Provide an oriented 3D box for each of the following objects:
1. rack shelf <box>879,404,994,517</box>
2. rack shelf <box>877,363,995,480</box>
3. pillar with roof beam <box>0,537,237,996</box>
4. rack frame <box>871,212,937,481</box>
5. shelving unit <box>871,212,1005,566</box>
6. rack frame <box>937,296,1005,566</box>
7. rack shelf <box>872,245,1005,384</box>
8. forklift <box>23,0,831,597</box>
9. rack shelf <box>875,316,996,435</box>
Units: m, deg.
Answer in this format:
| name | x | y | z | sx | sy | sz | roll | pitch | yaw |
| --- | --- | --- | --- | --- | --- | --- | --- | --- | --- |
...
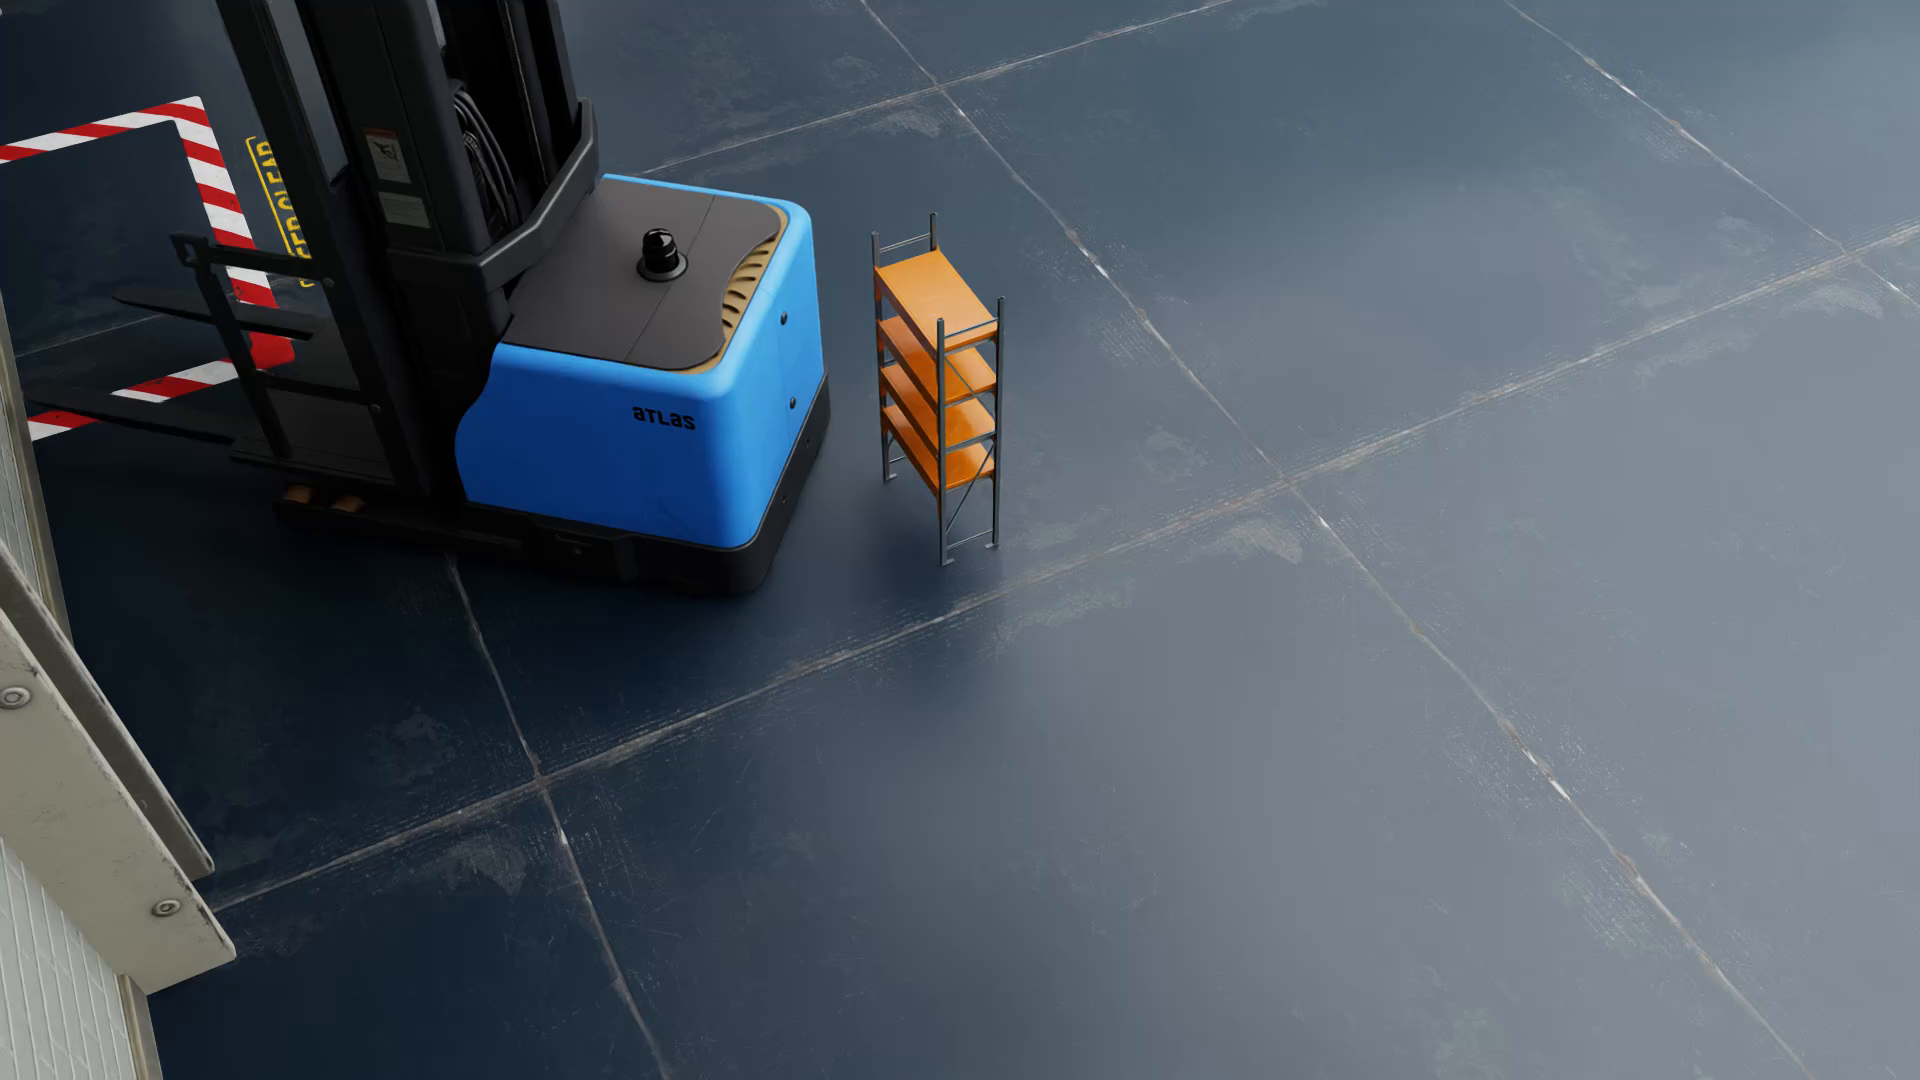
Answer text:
| name | x | y | z | sx | sy | sz | roll | pitch | yaw |
| --- | --- | --- | --- | --- | --- | --- | --- | --- | --- |
| rack shelf | -0.076 | -0.331 | 6.095 | 0.258 | 0.148 | 0.480 | -21 | 52 | -18 |
| rack shelf | -0.076 | -0.462 | 5.946 | 0.258 | 0.148 | 0.480 | -21 | 52 | -18 |
| pillar with roof beam | 1.372 | -3.237 | 3.103 | 9.100 | 9.000 | 0.400 | -21 | 52 | -18 |
| rack frame | -0.187 | -0.669 | 6.038 | 0.240 | 1.200 | 0.015 | -21 | 52 | -18 |
| shelving unit | -0.076 | -0.506 | 5.895 | 0.258 | 1.200 | 0.503 | -21 | 52 | -18 |
| rack frame | 0.036 | -0.342 | 5.752 | 0.240 | 1.200 | 0.015 | -21 | 52 | -18 |
| rack shelf | -0.076 | -0.765 | 5.599 | 0.258 | 0.148 | 0.480 | -21 | 52 | -18 |
| forklift | -2.084 | -1.354 | 5.487 | 3.031 | 2.935 | 1.130 | 10 | 50 | 9 |
| rack shelf | -0.076 | -0.609 | 5.778 | 0.258 | 0.148 | 0.480 | -21 | 52 | -18 |
